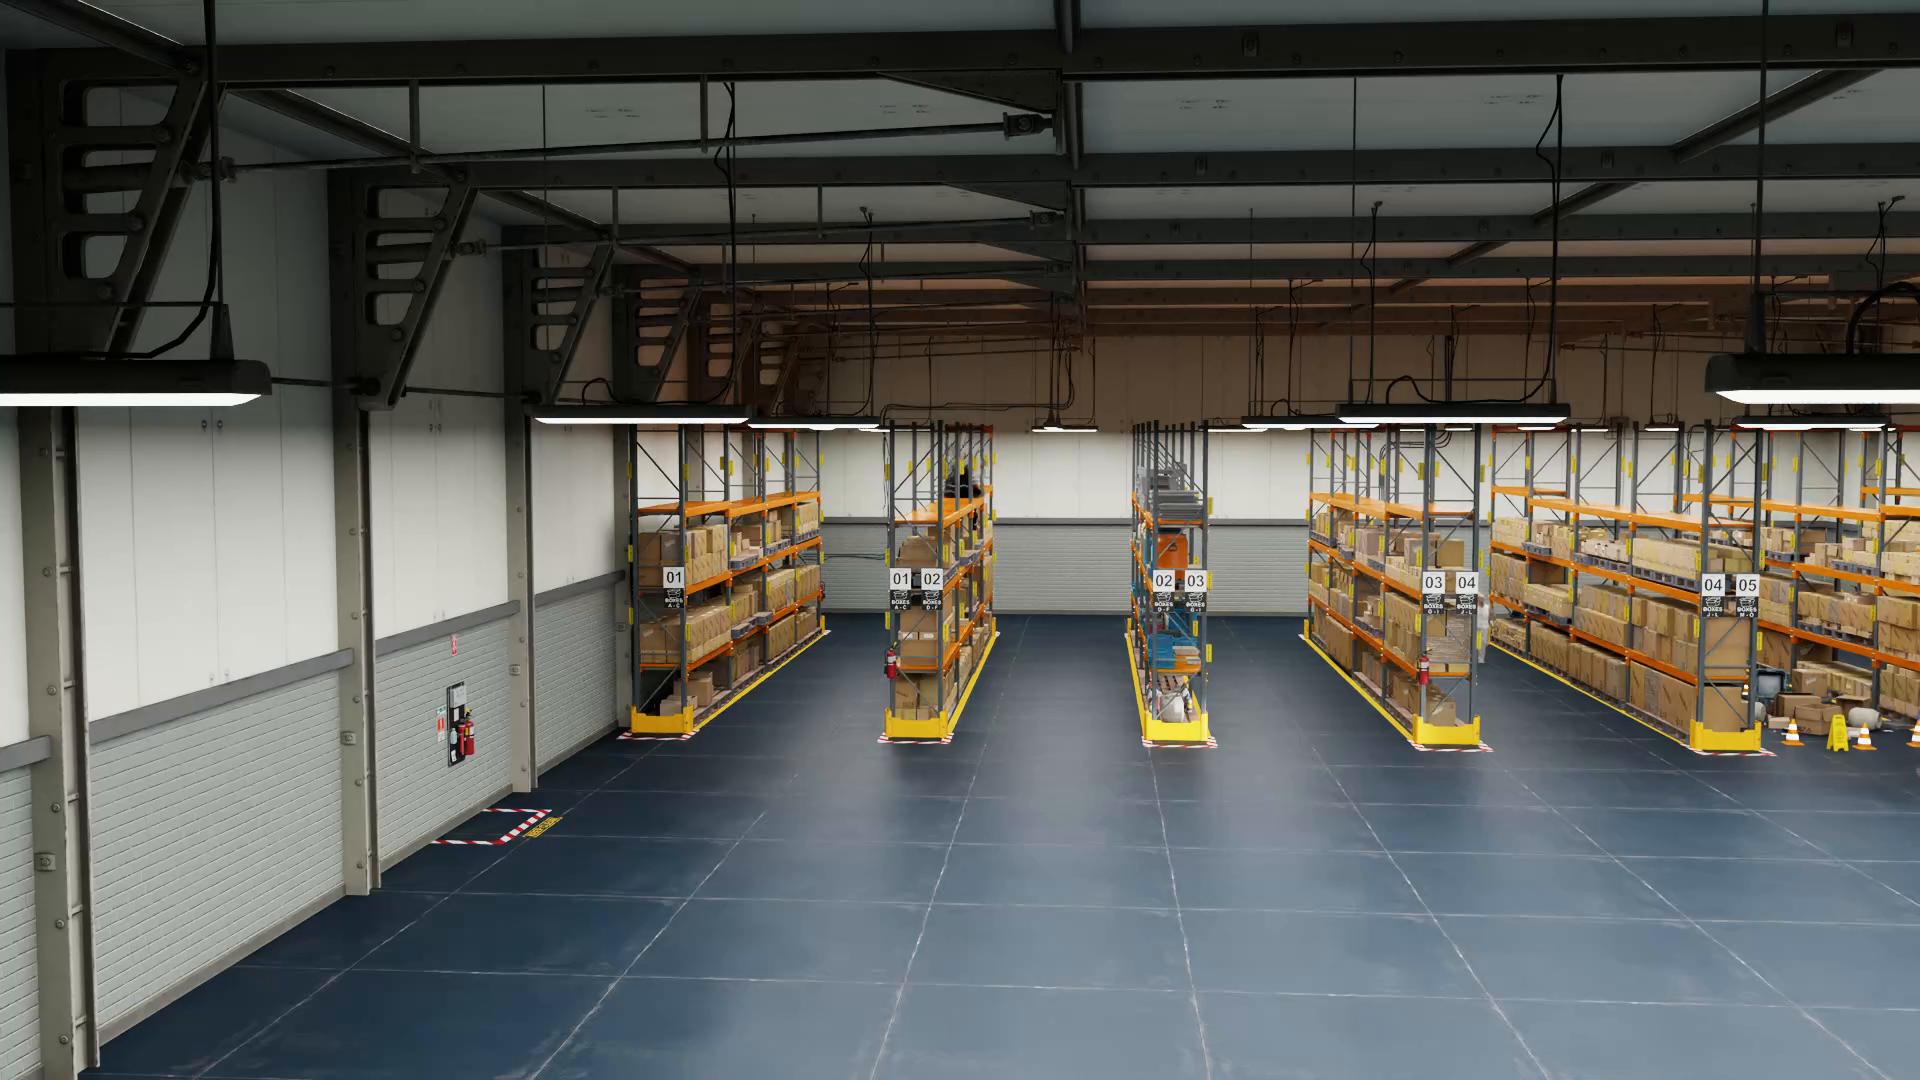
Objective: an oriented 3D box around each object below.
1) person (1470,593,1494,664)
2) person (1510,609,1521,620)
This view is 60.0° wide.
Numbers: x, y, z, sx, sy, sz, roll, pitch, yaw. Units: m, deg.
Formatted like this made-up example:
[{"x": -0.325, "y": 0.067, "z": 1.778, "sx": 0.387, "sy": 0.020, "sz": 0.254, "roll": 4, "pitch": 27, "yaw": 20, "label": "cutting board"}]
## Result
[{"x": 13.083, "y": 2.218, "z": 41.774, "sx": 0.696, "sy": 1.750, "sz": 0.855, "roll": 0, "pitch": 4, "yaw": 6, "label": "person"}, {"x": 15.838, "y": 1.947, "z": 47.285, "sx": 0.712, "sy": 1.615, "sz": 0.528, "roll": 3, "pitch": 5, "yaw": 38, "label": "person"}]
